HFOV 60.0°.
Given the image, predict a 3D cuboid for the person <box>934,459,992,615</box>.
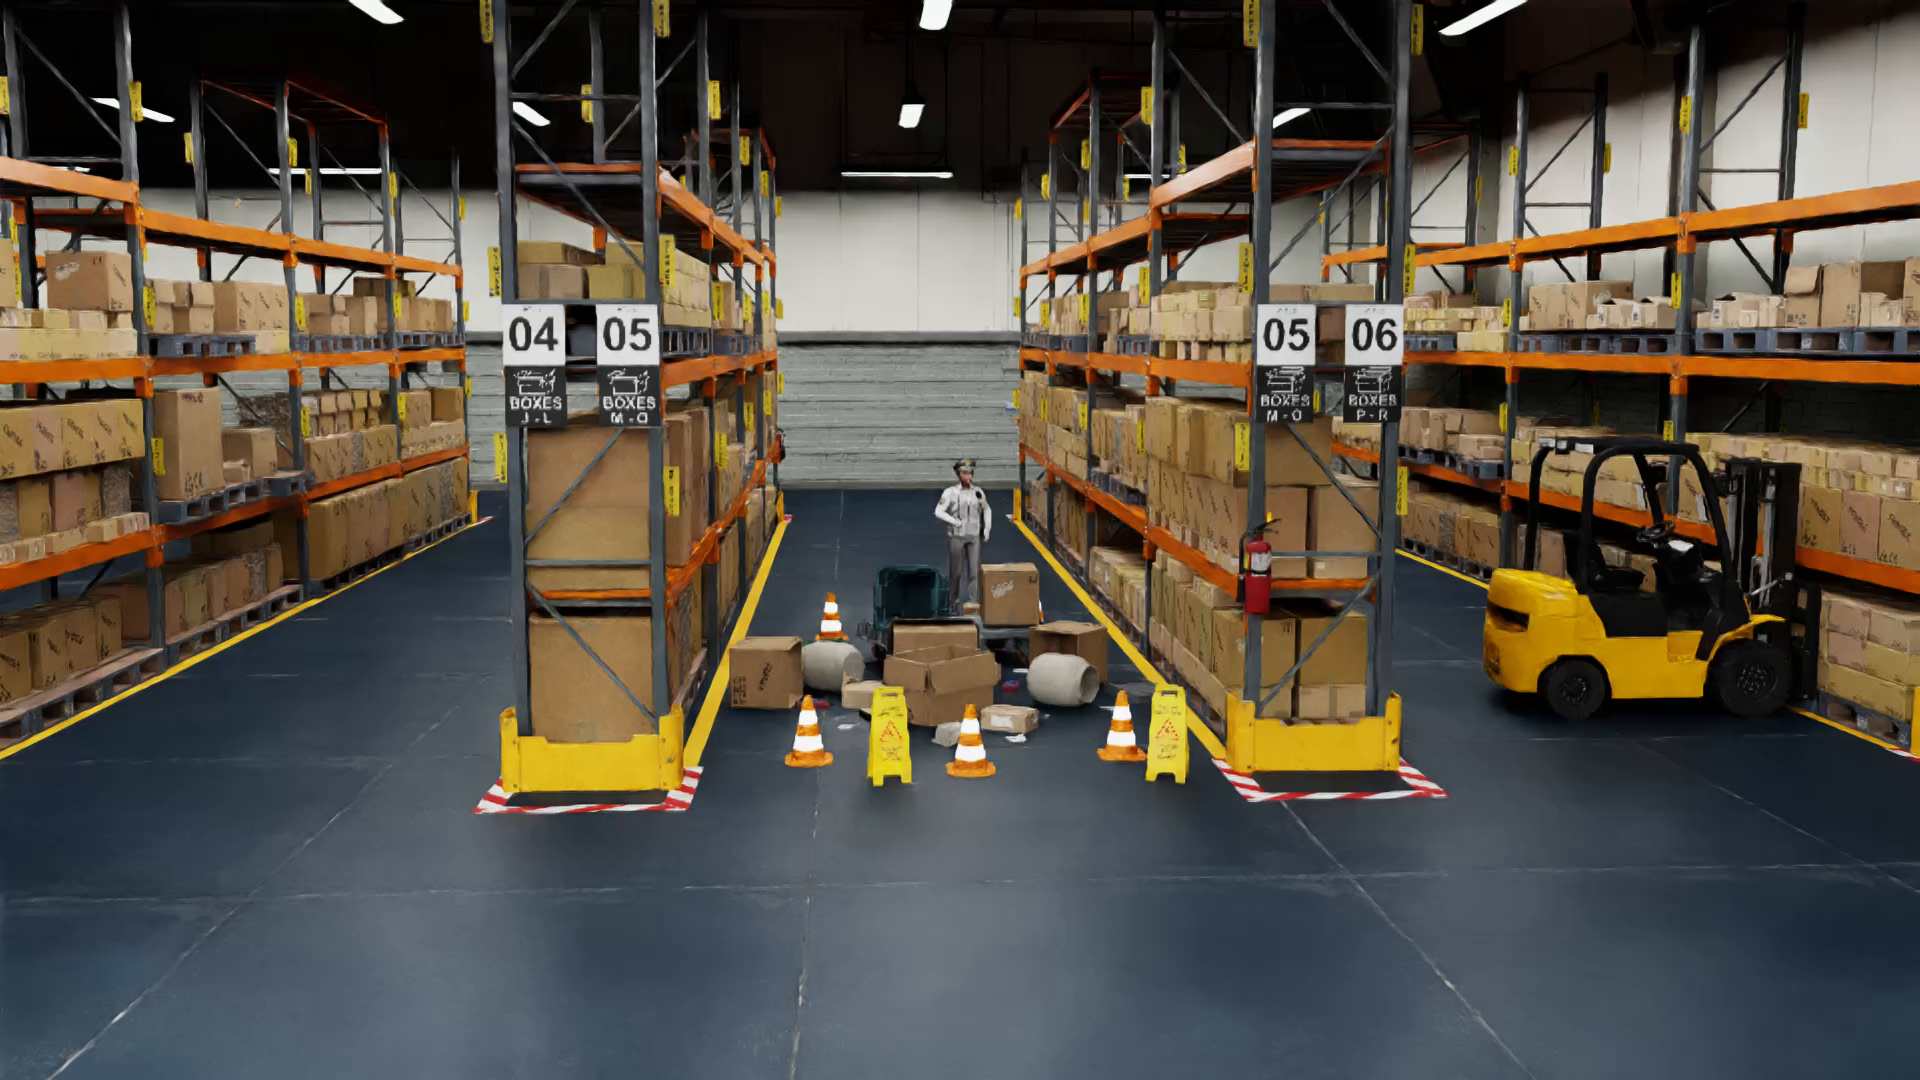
[{"bbox_3d":[0.080,-0.010,17.659,0.662,1.692,0.710,-2,7,-13],"label":"person"}]
